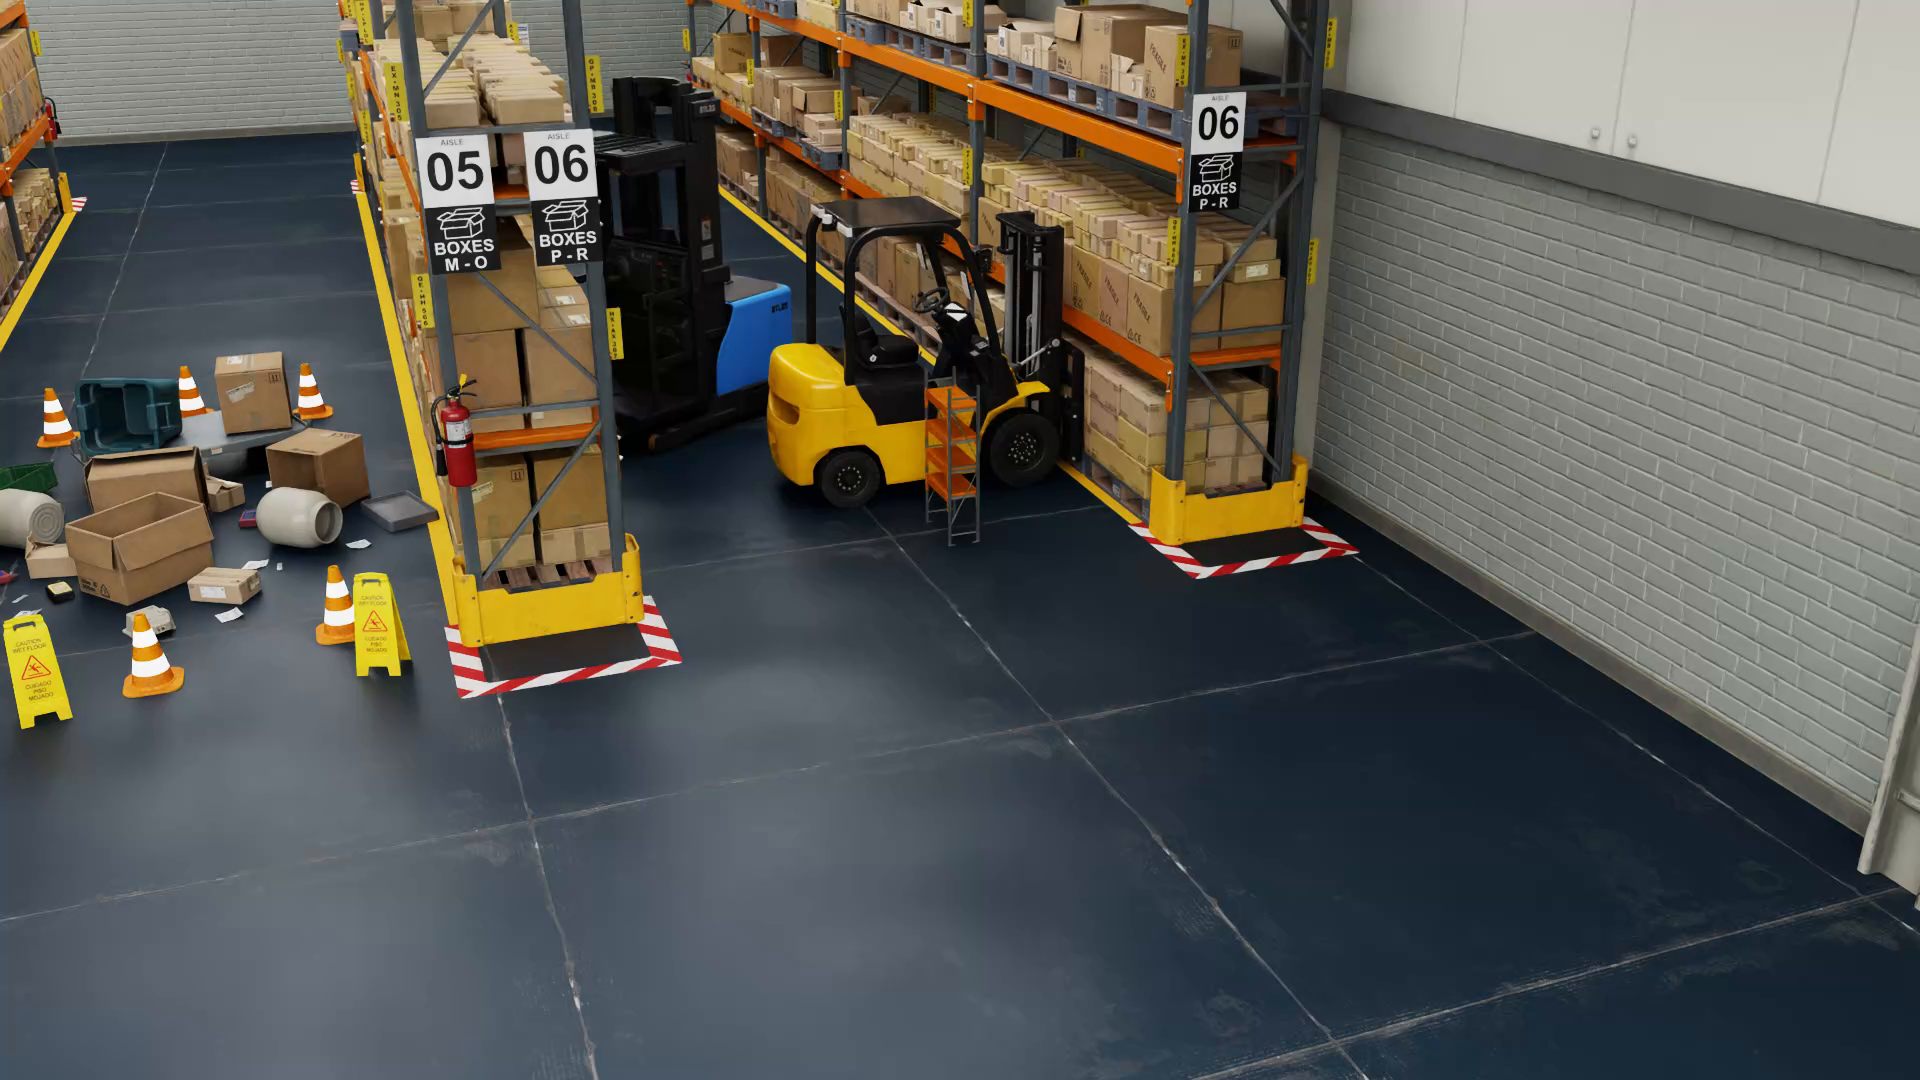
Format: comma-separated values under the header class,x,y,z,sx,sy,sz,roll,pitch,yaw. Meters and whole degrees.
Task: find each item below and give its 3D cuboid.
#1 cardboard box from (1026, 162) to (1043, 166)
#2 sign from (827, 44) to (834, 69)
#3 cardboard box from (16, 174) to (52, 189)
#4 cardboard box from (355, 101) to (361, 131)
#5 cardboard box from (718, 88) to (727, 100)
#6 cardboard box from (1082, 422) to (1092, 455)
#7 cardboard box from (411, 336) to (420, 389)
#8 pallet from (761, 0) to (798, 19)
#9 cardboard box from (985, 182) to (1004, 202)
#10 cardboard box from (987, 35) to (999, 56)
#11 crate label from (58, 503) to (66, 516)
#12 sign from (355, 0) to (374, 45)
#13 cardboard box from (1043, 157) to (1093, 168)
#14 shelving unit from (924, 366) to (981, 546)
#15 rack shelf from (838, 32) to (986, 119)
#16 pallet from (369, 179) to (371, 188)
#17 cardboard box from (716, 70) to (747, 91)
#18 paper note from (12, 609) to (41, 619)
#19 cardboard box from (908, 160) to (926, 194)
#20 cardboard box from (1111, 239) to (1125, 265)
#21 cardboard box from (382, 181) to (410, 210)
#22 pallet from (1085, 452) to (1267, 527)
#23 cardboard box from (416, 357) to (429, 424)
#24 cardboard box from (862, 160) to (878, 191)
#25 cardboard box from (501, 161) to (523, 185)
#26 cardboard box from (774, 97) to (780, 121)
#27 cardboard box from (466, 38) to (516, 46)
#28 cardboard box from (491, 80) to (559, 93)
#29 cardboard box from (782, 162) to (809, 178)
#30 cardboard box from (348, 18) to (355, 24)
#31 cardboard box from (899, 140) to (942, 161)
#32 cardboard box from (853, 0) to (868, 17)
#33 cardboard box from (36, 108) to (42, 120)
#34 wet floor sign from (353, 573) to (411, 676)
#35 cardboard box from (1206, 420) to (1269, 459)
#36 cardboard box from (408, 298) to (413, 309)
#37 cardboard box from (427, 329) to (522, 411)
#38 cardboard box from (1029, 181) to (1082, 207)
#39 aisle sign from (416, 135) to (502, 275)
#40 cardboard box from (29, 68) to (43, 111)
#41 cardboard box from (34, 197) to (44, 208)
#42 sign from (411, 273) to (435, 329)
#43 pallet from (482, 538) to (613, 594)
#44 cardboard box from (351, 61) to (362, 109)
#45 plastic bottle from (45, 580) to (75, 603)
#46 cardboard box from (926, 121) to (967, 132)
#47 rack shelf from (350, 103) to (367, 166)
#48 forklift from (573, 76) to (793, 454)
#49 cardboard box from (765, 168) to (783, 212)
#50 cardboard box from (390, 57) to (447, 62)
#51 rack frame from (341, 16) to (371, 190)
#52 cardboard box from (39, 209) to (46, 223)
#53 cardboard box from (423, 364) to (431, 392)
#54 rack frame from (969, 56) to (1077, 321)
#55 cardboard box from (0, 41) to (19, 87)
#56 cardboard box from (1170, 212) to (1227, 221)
class,x,y,z,sx,sy,sz,roll,pitch,yaw
cardboard box,0.653,-3.441,15.589,0.380,0.149,0.250,-9,24,-20
sign,-1.732,-6.457,22.217,0.100,0.325,0.005,-8,24,-19
cardboard box,-12.231,-4.722,21.954,0.380,0.149,0.250,-9,24,-20
cardboard box,-7.482,-5.529,21.378,0.500,0.500,0.500,-9,24,-20
cardboard box,-3.283,-6.459,24.035,0.380,0.149,0.250,-8,24,-18
cardboard box,1.193,-0.905,13.534,0.500,0.250,0.500,-8,24,-18
cardboard box,-4.511,-1.690,15.241,0.950,0.372,0.625,-7,24,-16
pallet,-1.716,-6.519,20.234,1.213,0.211,1.003,-8,24,-19
cardboard box,0.443,-3.132,14.856,0.380,0.149,0.250,-9,24,-20
cardboard box,0.451,-4.241,14.241,0.380,0.149,0.250,-8,24,-18
crate label,-6.926,-0.199,12.545,0.250,0.136,0.298,12,26,27
sign,-4.584,-3.981,12.799,0.100,0.325,0.005,-8,24,-19
cardboard box,0.972,-3.347,14.981,0.380,0.149,0.250,-8,24,-19
shelving unit,-0.059,-0.613,12.160,0.258,1.200,0.503,-8,24,-19
rack shelf,-0.130,-4.717,16.643,1.077,0.370,4.000,-8,24,-19
pallet,-7.949,-5.052,23.965,1.003,0.211,1.213,-8,24,-19
cardboard box,-3.194,-6.616,23.894,0.500,0.250,0.500,-9,24,-20
paper note,-6.199,0.494,11.041,0.144,0.017,0.142,0,23,-1
cardboard box,-0.200,-3.616,16.517,0.500,0.250,0.500,-8,24,-18
cardboard box,1.375,-2.201,12.647,0.380,0.149,0.250,-9,24,-19
cardboard box,-3.801,-2.336,12.132,0.700,0.500,0.500,-9,24,-20
pallet,1.680,-0.473,13.100,1.003,0.211,1.213,-8,24,-19
cardboard box,-4.110,-1.277,13.453,0.500,0.500,0.500,-7,24,-16
cardboard box,-0.736,-3.945,17.942,0.500,0.250,0.500,-9,24,-20
cardboard box,-2.643,-2.318,10.349,0.380,0.149,0.250,-9,25,-21
cardboard box,-2.118,-5.420,20.880,0.396,0.266,0.258,-7,24,-16
cardboard box,-3.586,-3.722,12.652,0.380,0.149,0.250,-9,24,-20
cardboard box,-2.722,-2.783,10.426,0.380,0.149,0.250,-8,24,-19
cardboard box,-2.100,-4.838,21.709,0.380,0.149,0.250,-10,25,-22
cardboard box,-6.006,-5.666,17.299,0.700,0.500,0.500,-10,25,-22
cardboard box,-0.397,-3.924,16.733,0.380,0.149,0.250,-9,24,-20
cardboard box,-0.809,-5.764,17.403,0.500,0.500,0.500,-8,24,-19
cardboard box,-12.521,-5.706,22.248,0.380,0.149,0.250,-8,24,-19
wet floor sign,-3.587,0.497,10.239,0.267,0.644,0.232,0,23,-1
cardboard box,2.018,-0.842,12.741,0.500,0.250,0.500,-8,24,-18
cardboard box,-4.255,-1.983,13.415,0.380,0.149,0.250,-8,24,-19
cardboard box,-3.102,-1.146,10.595,0.500,0.500,0.500,-9,24,-20
cardboard box,0.799,-2.892,13.903,0.380,0.149,0.250,-9,24,-20
aisle sign,-2.902,-1.939,9.641,0.394,0.787,0.004,-8,24,-19
cardboard box,-12.501,-5.956,22.008,0.500,0.500,0.500,-8,24,-18
cardboard box,-11.993,-4.295,21.324,0.380,0.149,0.250,-7,24,-16
sign,-3.179,-1.414,9.844,0.100,0.325,0.005,-8,24,-19
pallet,-2.934,0.154,11.613,1.003,0.211,1.213,-8,24,-19
cardboard box,-7.006,-5.471,19.952,0.500,0.500,0.500,-8,24,-18
plastic bottle,-6.154,0.345,11.353,0.133,0.061,0.283,-18,29,-37
cardboard box,-0.149,-4.385,17.828,0.380,0.149,0.250,-9,24,-20
rack shelf,-7.599,-5.559,22.503,1.077,0.370,4.000,-8,24,-19
forklift,-2.774,-2.289,13.907,1.130,2.935,3.031,16,28,33
cardboard box,-2.289,-4.681,22.172,0.500,0.500,0.500,-7,24,-17
cardboard box,-3.749,-3.266,11.571,0.380,0.149,0.250,-9,24,-20
rack frame,-8.305,-6.617,24.087,1.000,3.000,0.127,-8,24,-19
cardboard box,-11.995,-4.157,21.380,0.380,0.149,0.250,-8,24,-18
cardboard box,-3.841,-1.239,12.526,0.380,0.149,0.250,-7,24,-16
rack frame,0.576,-2.939,15.361,1.000,3.000,0.127,-8,24,-19
cardboard box,-11.945,-5.849,20.467,0.500,0.500,0.500,-9,25,-21
cardboard box,1.830,-2.405,12.747,0.380,0.149,0.250,-8,24,-19
